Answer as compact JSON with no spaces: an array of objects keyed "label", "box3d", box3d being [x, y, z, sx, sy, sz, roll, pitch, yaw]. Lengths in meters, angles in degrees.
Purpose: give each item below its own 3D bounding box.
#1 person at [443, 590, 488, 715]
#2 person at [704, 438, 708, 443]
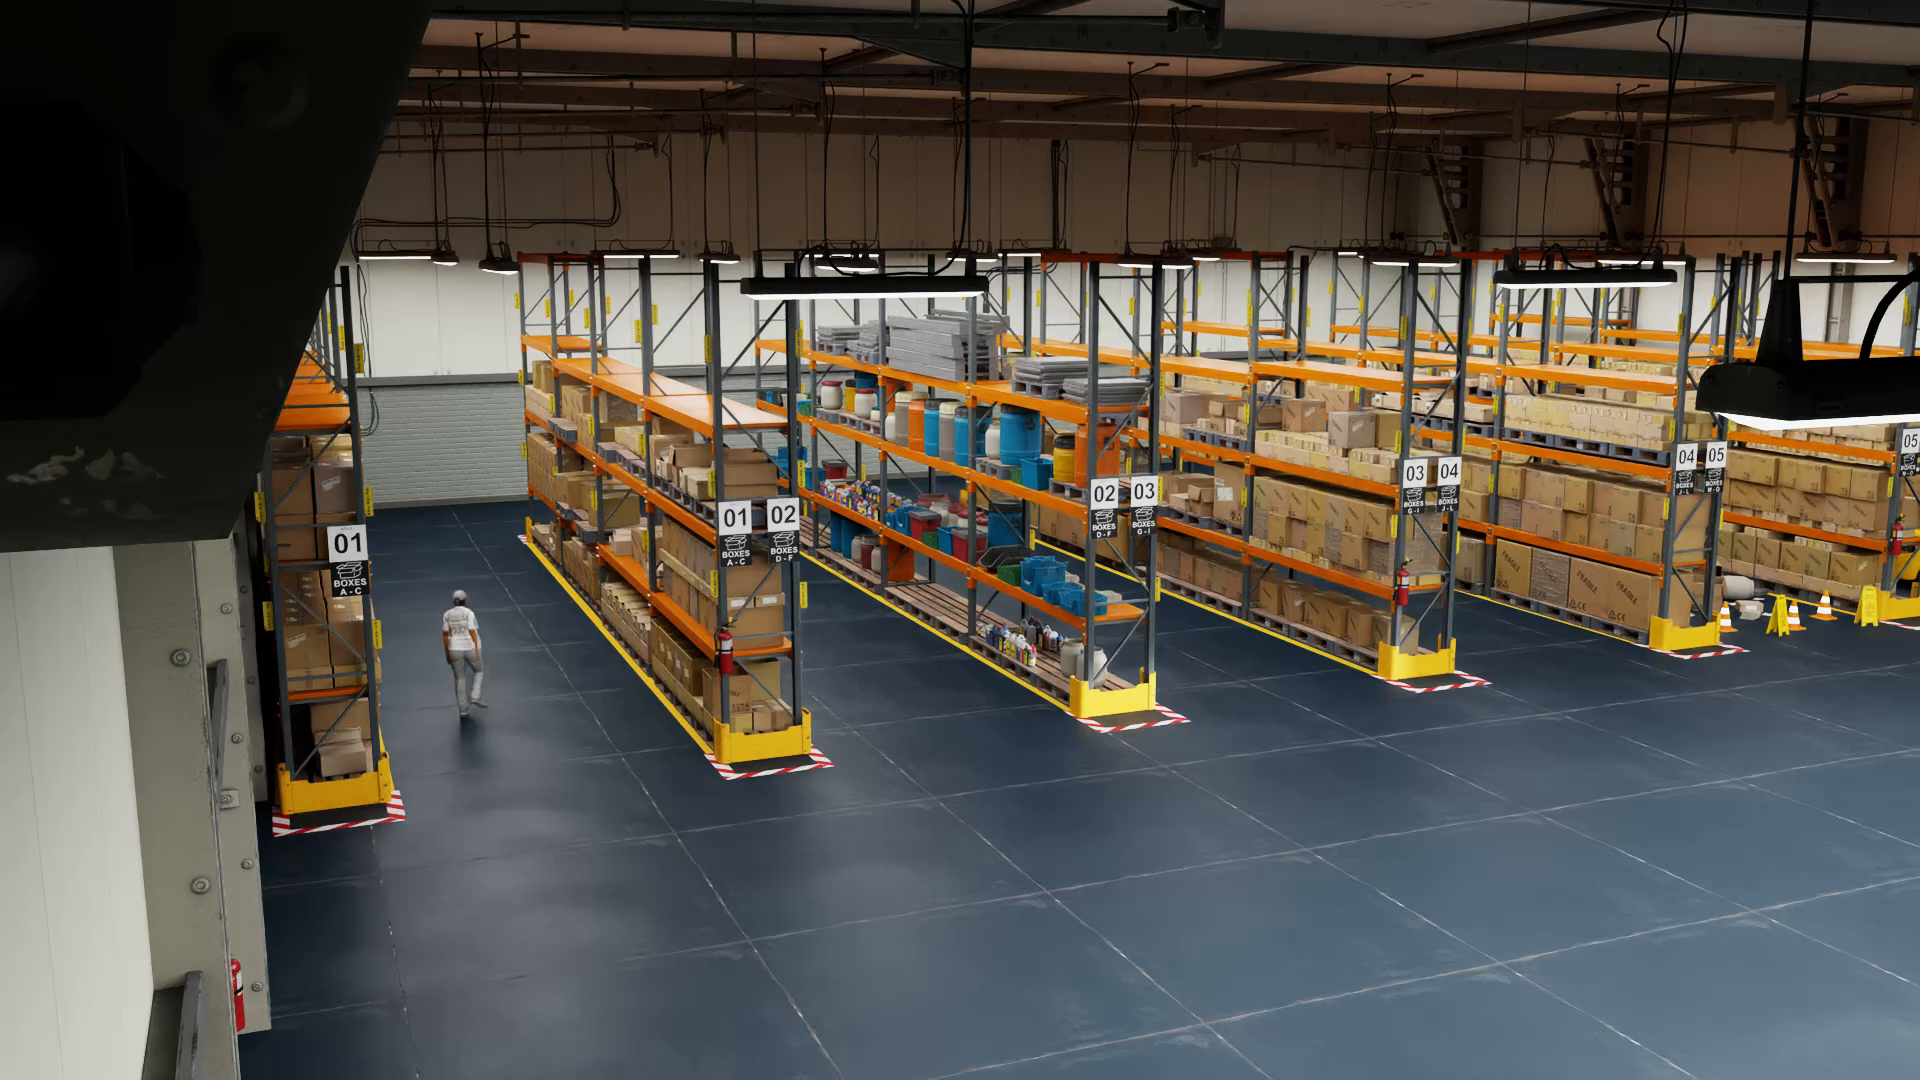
[{"label":"person","box3d":[-6.631,1.494,22.249,0.538,1.650,0.493,-2,11,-10]},{"label":"person","box3d":[-5.884,-1.603,39.030,0.475,1.670,0.491,-1,10,-8]}]
